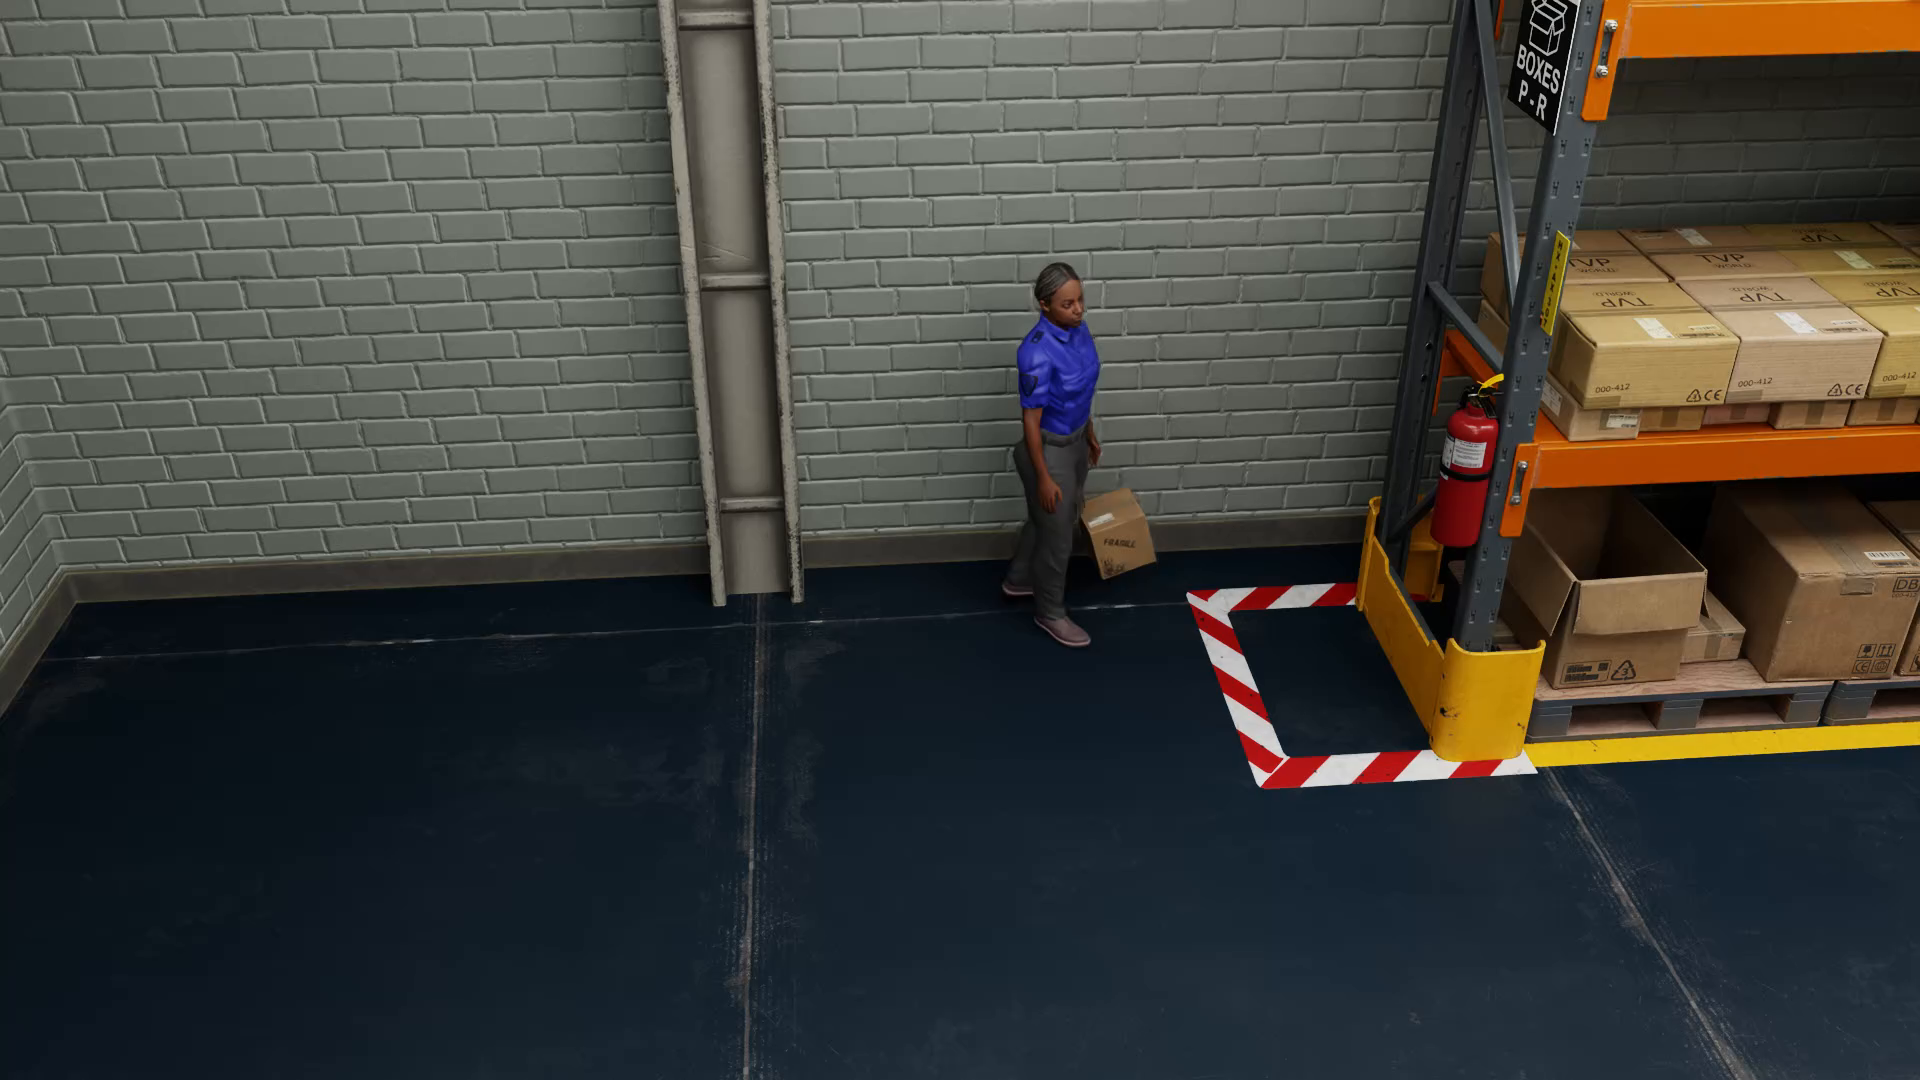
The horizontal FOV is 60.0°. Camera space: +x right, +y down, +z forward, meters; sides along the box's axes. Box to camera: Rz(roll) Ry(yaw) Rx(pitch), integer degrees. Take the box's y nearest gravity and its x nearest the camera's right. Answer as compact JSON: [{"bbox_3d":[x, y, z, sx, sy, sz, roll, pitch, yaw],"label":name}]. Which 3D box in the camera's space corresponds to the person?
[{"bbox_3d":[0.369,-0.355,6.733,0.494,1.645,0.543,15,34,23],"label":"person"}]
